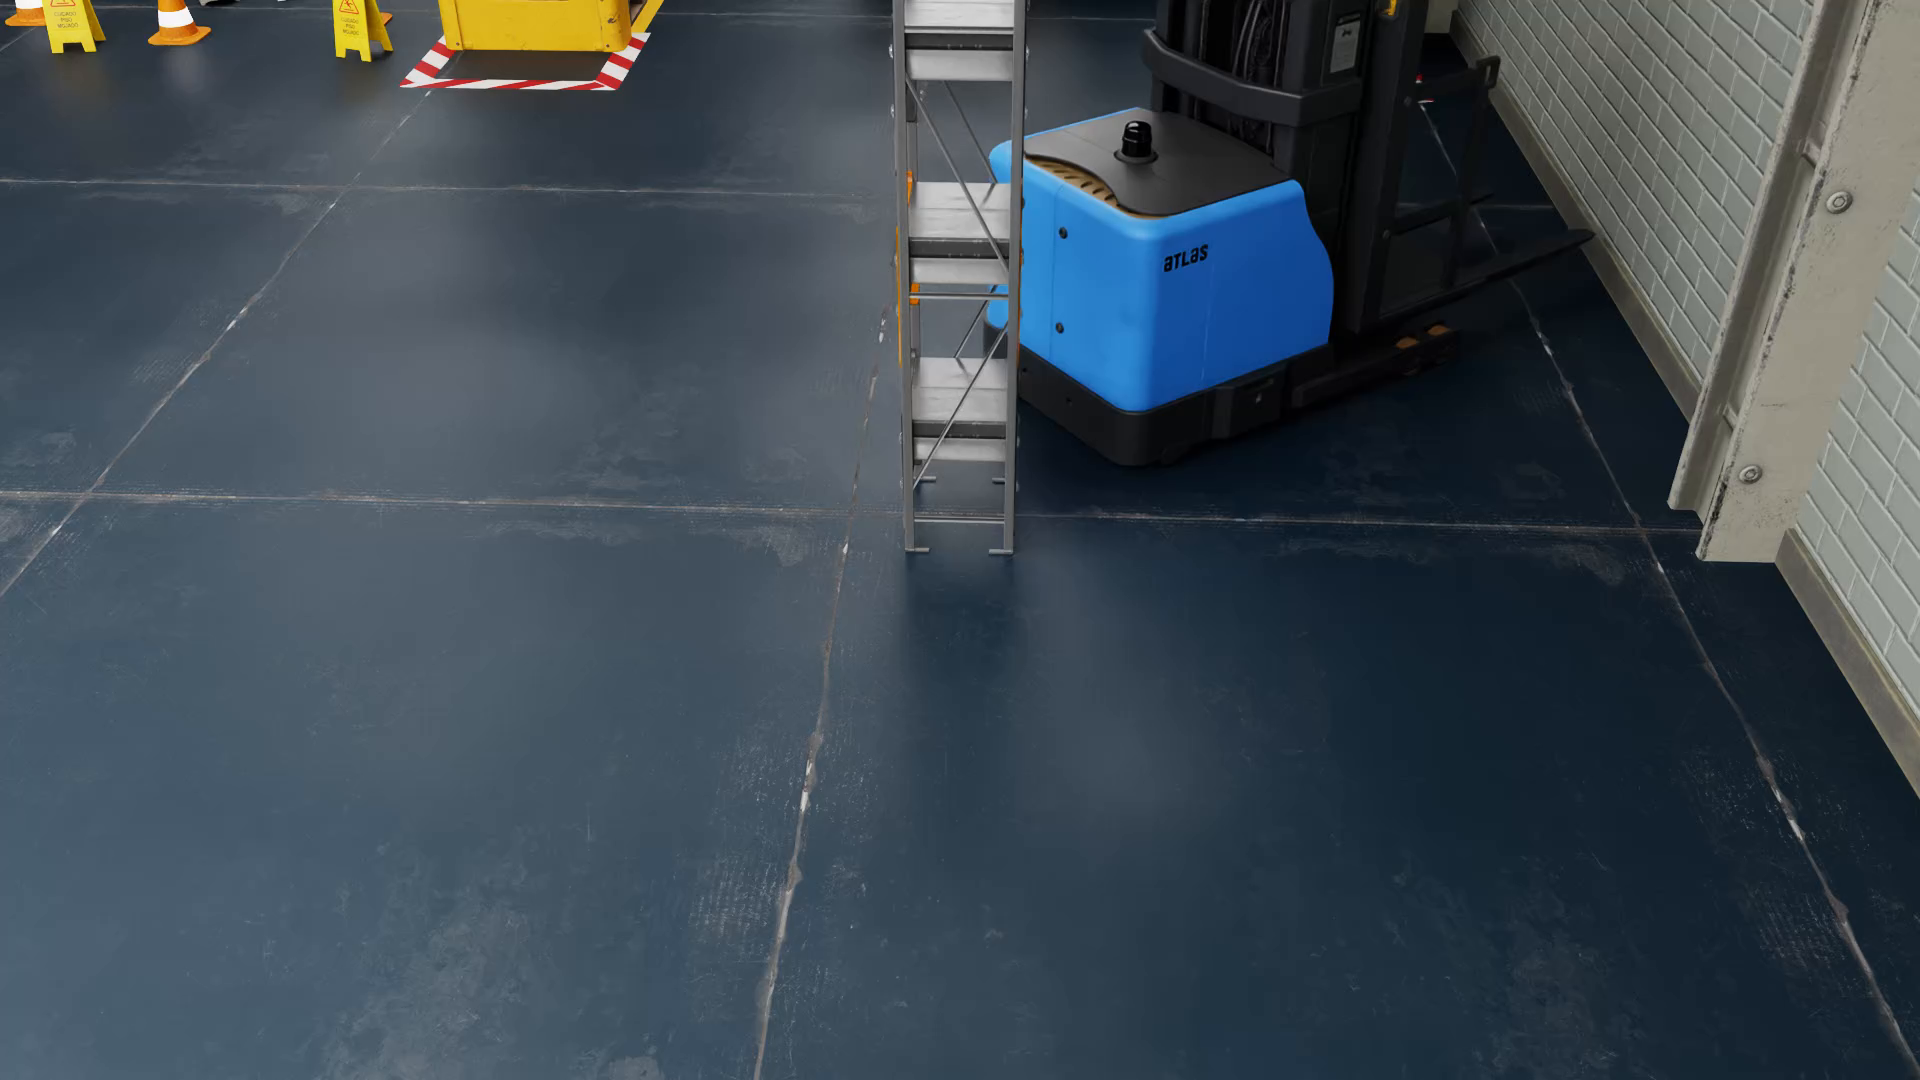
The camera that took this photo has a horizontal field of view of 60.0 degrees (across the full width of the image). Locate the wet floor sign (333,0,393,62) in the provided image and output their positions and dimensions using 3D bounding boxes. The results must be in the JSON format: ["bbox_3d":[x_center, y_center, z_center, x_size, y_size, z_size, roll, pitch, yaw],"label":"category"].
[{"bbox_3d":[-3.830,-3.395,10.519,0.267,0.644,0.232,13,37,18],"label":"wet floor sign"}]

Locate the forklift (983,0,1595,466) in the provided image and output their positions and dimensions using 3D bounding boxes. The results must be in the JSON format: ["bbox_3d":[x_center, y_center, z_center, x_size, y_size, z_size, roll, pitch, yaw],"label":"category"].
[{"bbox_3d":[1.603,-2.147,6.756,3.031,2.935,1.130,-22,40,-28],"label":"forklift"}]

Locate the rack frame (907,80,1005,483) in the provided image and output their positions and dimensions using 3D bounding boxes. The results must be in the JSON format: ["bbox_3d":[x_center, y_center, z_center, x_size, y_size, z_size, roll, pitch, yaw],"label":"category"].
[{"bbox_3d":[0.016,-1.094,5.981,0.400,2.100,0.015,1,35,2],"label":"rack frame"}]

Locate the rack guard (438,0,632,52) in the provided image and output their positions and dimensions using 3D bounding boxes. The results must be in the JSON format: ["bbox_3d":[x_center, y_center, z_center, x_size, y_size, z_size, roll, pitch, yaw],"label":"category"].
[{"bbox_3d":[-2.750,-3.463,10.743,1.175,0.500,0.348,1,35,2],"label":"rack guard"}]

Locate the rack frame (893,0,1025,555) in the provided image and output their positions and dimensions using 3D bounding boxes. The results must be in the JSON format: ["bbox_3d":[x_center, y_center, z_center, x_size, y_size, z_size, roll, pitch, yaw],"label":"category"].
[{"bbox_3d":[-0.003,-0.814,5.582,0.400,2.100,0.015,1,35,2],"label":"rack frame"}]

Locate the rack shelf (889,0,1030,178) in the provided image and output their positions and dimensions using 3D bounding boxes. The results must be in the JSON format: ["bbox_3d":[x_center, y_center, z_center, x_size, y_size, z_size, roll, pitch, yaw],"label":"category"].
[{"bbox_3d":[0.007,-1.516,5.387,0.431,0.518,0.480,1,35,2],"label":"rack shelf"}]

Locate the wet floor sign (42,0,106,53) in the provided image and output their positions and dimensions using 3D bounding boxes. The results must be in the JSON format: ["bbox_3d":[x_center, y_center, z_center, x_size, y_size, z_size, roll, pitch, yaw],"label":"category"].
[{"bbox_3d":[-5.726,-3.473,10.630,0.267,0.644,0.232,-4,35,-6],"label":"wet floor sign"}]

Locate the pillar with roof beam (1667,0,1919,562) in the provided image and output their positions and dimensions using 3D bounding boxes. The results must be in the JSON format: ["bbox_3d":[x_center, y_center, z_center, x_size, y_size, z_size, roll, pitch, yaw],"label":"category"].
[{"bbox_3d":[-1.407,-3.816,3.853,9.100,9.000,0.400,1,35,2],"label":"pillar with roof beam"}]

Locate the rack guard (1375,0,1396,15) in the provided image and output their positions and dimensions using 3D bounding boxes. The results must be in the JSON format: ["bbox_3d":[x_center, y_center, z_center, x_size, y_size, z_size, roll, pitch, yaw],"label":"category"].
[{"bbox_3d":[2.206,-3.293,10.501,1.175,0.500,0.348,1,35,2],"label":"rack guard"}]

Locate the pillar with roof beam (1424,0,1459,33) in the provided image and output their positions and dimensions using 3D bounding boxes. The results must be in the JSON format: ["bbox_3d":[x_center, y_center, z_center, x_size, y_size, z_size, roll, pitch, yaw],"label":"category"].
[{"bbox_3d":[-1.166,-7.263,8.758,9.100,9.000,0.400,1,35,2],"label":"pillar with roof beam"}]

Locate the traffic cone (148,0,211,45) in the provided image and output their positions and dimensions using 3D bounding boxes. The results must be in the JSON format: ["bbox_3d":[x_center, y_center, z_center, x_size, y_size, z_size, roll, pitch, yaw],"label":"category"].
[{"bbox_3d":[-5.147,-3.512,10.844,0.336,0.463,0.334,1,35,2],"label":"traffic cone"}]

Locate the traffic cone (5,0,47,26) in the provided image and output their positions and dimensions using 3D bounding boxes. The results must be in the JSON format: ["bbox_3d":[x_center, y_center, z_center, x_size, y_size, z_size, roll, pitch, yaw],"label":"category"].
[{"bbox_3d":[-6.263,-3.733,11.159,0.336,0.463,0.334,1,35,2],"label":"traffic cone"}]

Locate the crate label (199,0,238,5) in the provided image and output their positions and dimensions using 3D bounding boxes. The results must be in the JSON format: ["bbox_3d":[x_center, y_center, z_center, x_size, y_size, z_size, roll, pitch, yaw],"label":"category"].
[{"bbox_3d":[-5.178,-3.831,11.582,0.250,0.136,0.298,-17,38,-22],"label":"crate label"}]

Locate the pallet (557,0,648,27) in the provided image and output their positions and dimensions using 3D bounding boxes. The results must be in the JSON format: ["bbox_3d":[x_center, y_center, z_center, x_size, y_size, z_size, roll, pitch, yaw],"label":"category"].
[{"bbox_3d":[-2.682,-3.811,11.489,1.003,0.211,1.213,1,35,2],"label":"pallet"}]

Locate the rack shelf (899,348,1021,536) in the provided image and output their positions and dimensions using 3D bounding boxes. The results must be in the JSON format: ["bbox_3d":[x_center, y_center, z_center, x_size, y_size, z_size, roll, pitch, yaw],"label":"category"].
[{"bbox_3d":[0.007,-0.370,6.192,0.431,0.518,0.480,1,35,2],"label":"rack shelf"}]

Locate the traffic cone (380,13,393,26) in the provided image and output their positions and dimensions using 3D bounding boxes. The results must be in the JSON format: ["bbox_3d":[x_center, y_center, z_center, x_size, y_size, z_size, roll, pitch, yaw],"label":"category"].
[{"bbox_3d":[-4.025,-3.681,11.086,0.336,0.463,0.334,1,35,2],"label":"traffic cone"}]

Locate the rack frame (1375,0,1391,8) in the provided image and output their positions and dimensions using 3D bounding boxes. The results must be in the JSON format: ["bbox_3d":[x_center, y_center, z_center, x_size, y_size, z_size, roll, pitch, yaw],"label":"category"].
[{"bbox_3d":[2.207,-4.330,9.802,1.000,3.000,0.127,1,35,2],"label":"rack frame"}]

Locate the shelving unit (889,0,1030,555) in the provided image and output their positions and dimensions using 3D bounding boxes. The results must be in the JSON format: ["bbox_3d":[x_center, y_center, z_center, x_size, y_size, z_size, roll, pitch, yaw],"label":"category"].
[{"bbox_3d":[0.007,-0.954,5.782,0.431,2.100,0.503,1,35,2],"label":"shelving unit"}]

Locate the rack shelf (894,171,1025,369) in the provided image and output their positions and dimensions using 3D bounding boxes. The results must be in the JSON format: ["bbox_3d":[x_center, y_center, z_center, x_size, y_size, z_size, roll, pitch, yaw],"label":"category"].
[{"bbox_3d":[0.007,-0.943,5.789,0.431,0.518,0.480,1,35,2],"label":"rack shelf"}]
